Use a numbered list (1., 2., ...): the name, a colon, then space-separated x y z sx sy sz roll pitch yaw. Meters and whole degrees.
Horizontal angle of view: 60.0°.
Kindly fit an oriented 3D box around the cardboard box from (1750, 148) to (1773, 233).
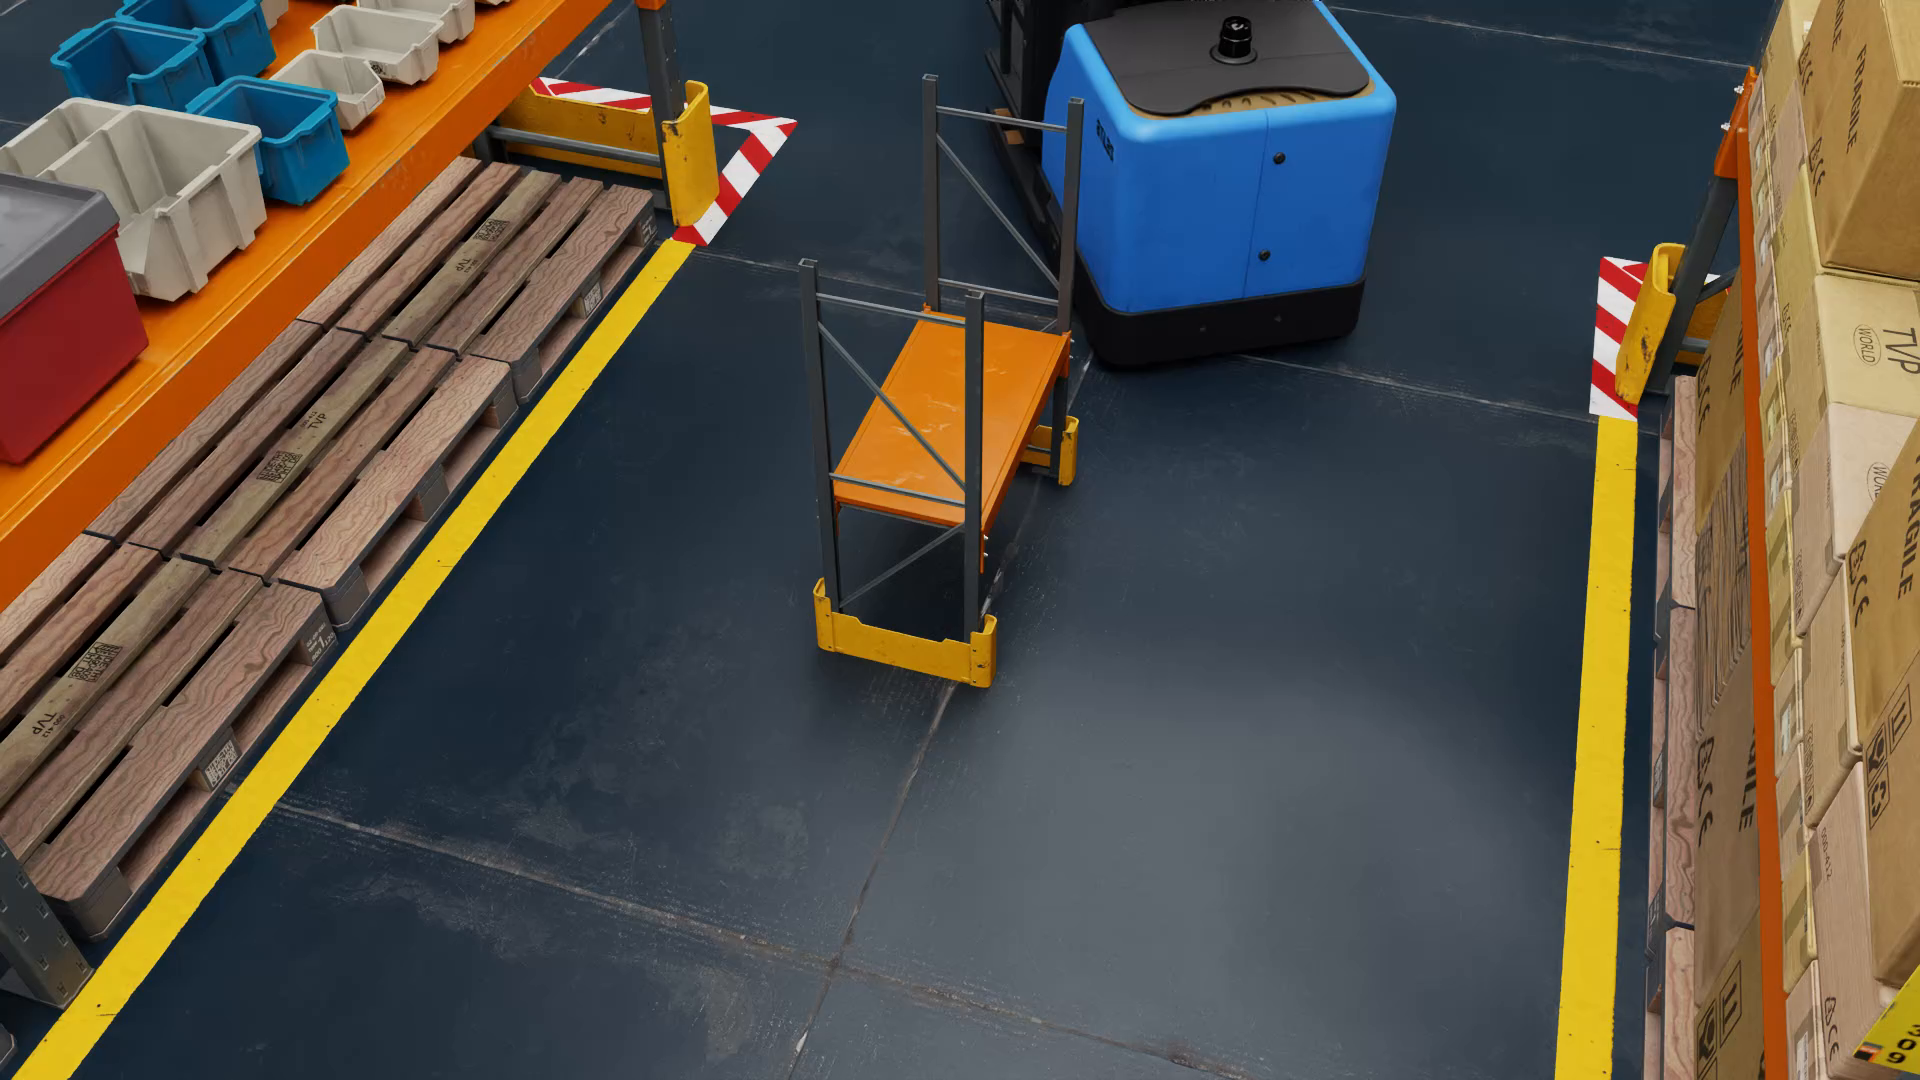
1. cardboard box: 2.501 -0.974 4.781 0.380 0.149 0.250 12 46 12

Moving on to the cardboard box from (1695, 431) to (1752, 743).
1. cardboard box: 2.683 0.086 4.736 0.875 0.875 0.875 13 46 13

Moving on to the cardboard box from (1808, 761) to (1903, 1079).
1. cardboard box: 1.749 0.691 2.794 0.500 0.250 0.500 12 46 12

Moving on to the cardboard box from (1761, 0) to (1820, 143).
1. cardboard box: 2.674 -1.363 4.893 0.500 0.250 0.500 11 46 11

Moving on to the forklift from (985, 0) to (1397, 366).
1. forklift: 0.740 -2.756 6.471 1.130 2.935 3.031 -9 45 -9

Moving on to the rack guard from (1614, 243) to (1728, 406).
1. rack guard: 3.084 -0.696 6.103 1.175 0.500 0.348 13 46 13

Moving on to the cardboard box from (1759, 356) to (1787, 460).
1. cardboard box: 2.190 -0.291 4.082 0.380 0.149 0.250 11 46 11

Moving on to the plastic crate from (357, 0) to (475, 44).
1. plastic crate: -1.820 -1.777 5.567 0.396 0.136 0.243 13 46 13

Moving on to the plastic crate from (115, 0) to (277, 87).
1. plastic crate: -2.431 -1.611 5.329 0.416 0.233 0.300 13 46 13

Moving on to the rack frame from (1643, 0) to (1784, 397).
1. rack frame: 3.076 -1.573 5.213 1.000 3.000 0.127 13 46 13

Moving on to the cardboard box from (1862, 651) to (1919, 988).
1. cardboard box: 1.749 0.410 2.545 0.500 0.500 0.500 14 46 14

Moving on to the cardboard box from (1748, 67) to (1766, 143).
1. cardboard box: 2.654 -1.316 5.130 0.380 0.149 0.250 13 46 13

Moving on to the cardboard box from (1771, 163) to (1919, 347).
1. cardboard box: 2.367 -0.681 4.196 0.500 0.250 0.500 11 45 11

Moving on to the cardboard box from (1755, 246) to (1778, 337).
1. cardboard box: 2.345 -0.631 4.430 0.380 0.149 0.250 12 46 12

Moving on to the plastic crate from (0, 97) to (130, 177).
1. plastic crate: -2.614 -1.107 4.883 0.293 0.136 0.466 13 46 13

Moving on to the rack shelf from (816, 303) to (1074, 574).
1. rack shelf: -0.026 -0.351 5.293 0.538 0.185 1.000 13 46 13

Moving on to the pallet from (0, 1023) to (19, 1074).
1. pallet: -3.129 1.546 4.019 1.003 0.211 1.213 13 46 13

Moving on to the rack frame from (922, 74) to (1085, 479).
1. rack frame: 0.128 -0.818 5.514 0.500 1.500 0.032 13 46 13

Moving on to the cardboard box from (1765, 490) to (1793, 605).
1. cardboard box: 2.034 0.054 3.730 0.380 0.149 0.250 12 46 12

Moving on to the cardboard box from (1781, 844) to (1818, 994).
1. cardboard box: 1.723 0.738 3.030 0.380 0.149 0.250 13 46 13

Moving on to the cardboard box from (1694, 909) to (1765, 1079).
1. cardboard box: 2.141 1.280 3.517 0.875 0.875 0.875 13 46 13

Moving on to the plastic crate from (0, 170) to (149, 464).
1. plastic crate: -2.346 -0.542 4.071 0.402 0.464 0.583 13 46 13

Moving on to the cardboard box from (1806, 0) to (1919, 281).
1. cardboard box: 2.371 -0.951 3.936 0.500 0.500 0.500 11 46 11

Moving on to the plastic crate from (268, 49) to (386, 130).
1. plastic crate: -1.953 -1.385 5.166 0.298 0.136 0.250 13 46 13

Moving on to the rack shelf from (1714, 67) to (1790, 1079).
1. rack shelf: 2.471 0.017 4.102 1.077 0.370 4.000 13 46 13

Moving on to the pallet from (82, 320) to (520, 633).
1. pallet: -2.302 -0.273 5.878 1.003 0.211 1.213 13 46 13

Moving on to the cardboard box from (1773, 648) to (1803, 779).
1. cardboard box: 1.879 0.396 3.380 0.380 0.149 0.250 13 46 13

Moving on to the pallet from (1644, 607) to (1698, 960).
1. pallet: 2.538 0.784 4.798 1.003 0.211 1.213 13 46 12

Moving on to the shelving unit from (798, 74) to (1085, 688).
1. shelving unit: -0.023 -0.485 5.174 0.587 1.500 1.083 13 46 13

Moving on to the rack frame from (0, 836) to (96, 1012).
1. rack frame: -2.855 0.044 3.560 1.000 3.000 0.127 13 46 13

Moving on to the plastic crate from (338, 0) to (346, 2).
1. plastic crate: -2.232 -2.050 5.777 0.416 0.233 0.300 13 46 13

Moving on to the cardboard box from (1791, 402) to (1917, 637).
1. cardboard box: 2.057 0.005 3.495 0.500 0.250 0.500 13 46 13

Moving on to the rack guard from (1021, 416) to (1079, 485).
1. rack guard: 0.128 -0.370 5.950 0.587 0.250 0.087 13 46 13
